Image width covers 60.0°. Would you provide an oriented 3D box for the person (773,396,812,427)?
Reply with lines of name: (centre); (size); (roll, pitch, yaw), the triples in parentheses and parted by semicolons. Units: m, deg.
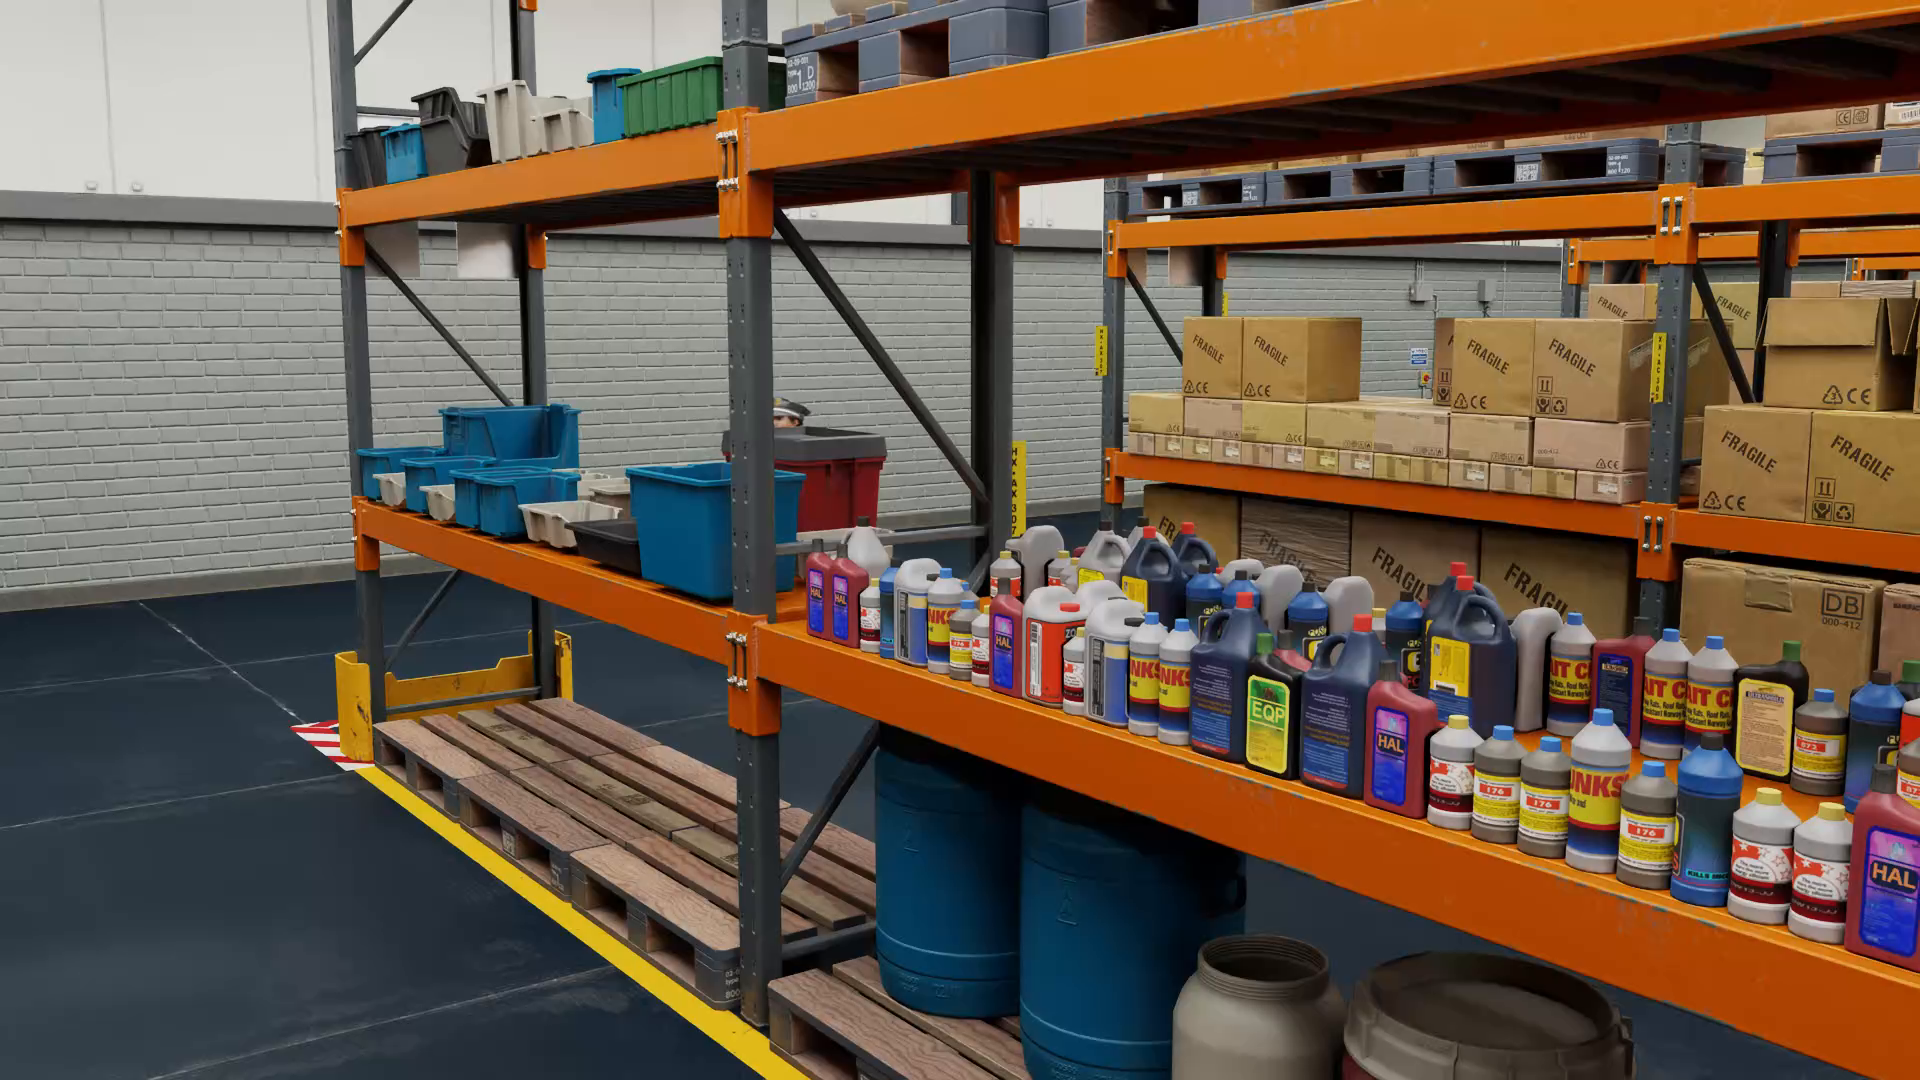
person: (-1.250, -0.100, 10.956); (0.543, 1.687, 0.459); (-6, 10, -35)
